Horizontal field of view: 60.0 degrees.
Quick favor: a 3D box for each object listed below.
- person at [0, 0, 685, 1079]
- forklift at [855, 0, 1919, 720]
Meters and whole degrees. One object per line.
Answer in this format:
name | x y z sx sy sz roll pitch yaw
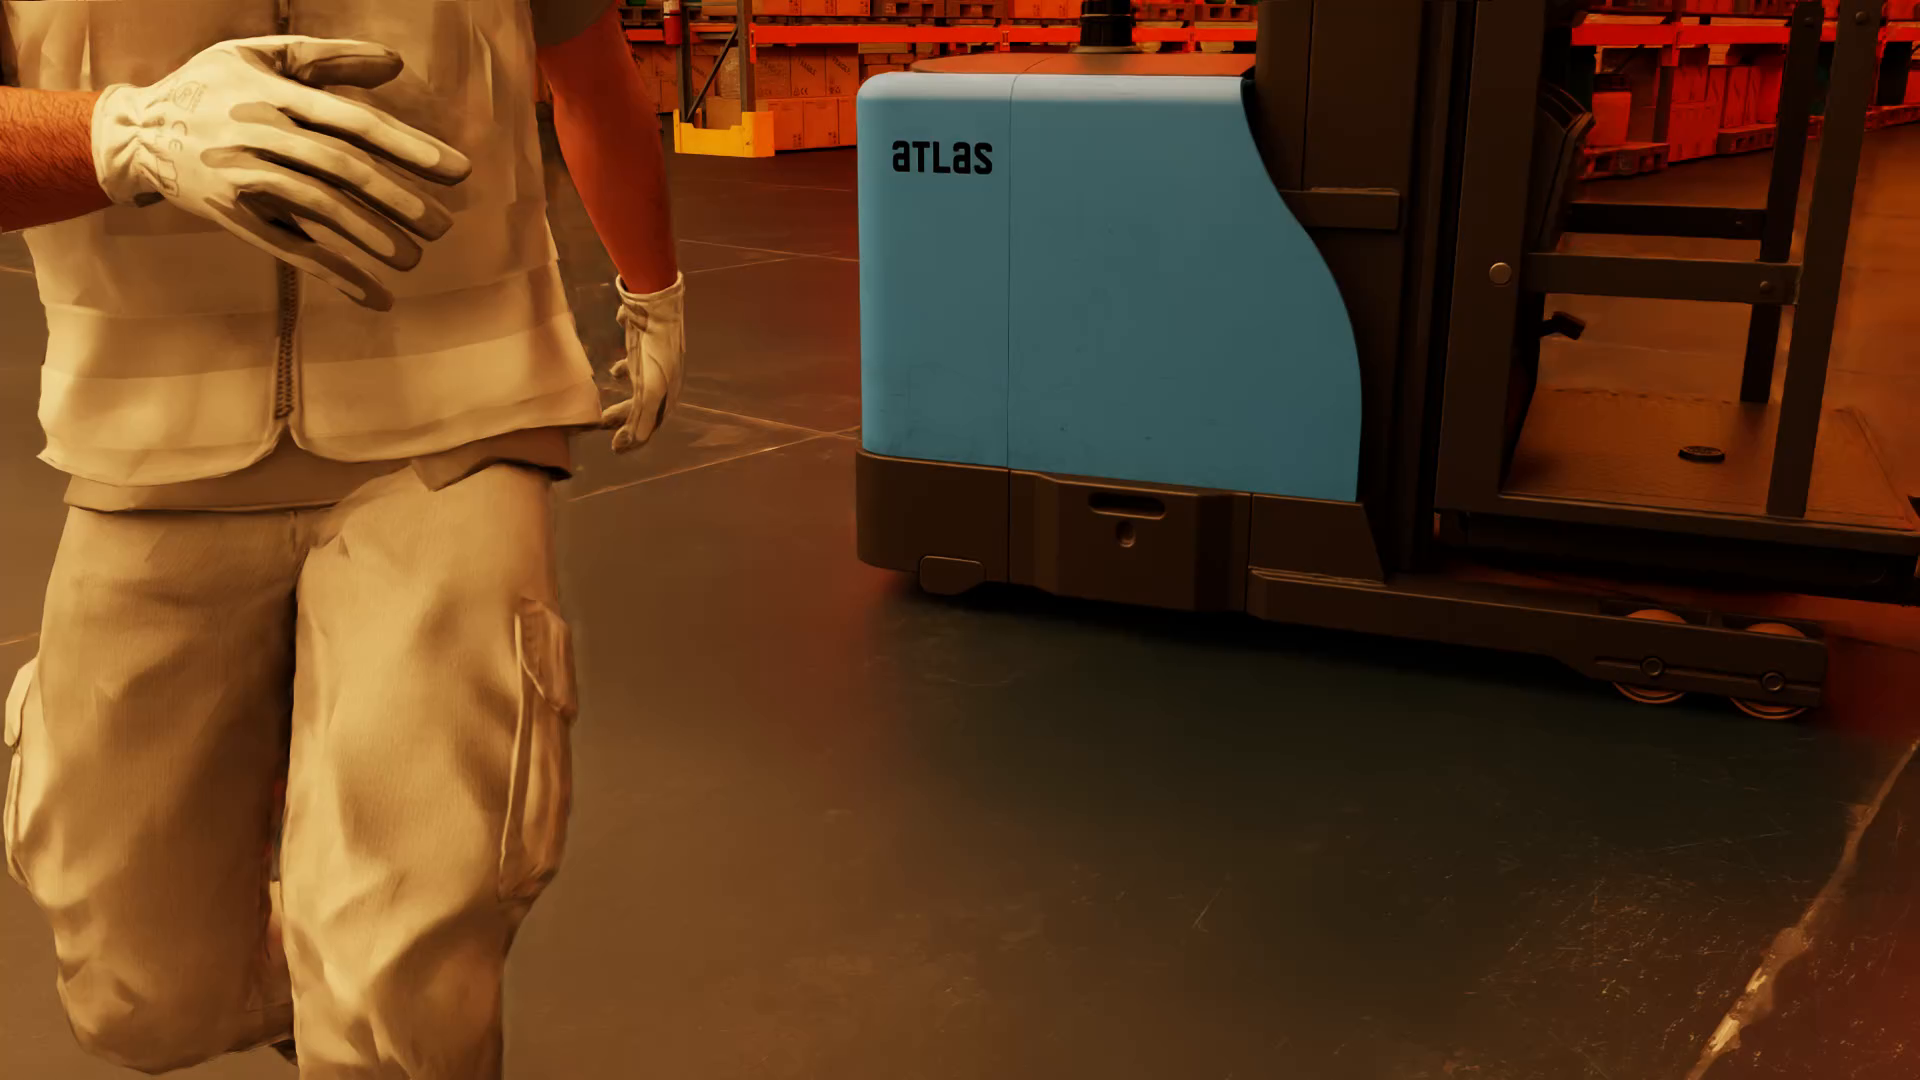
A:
person | -0.499 -0.073 1.312 0.583 1.697 0.895 -3 17 -10
forklift | 1.348 -1.263 3.056 3.031 2.935 1.130 7 18 21
